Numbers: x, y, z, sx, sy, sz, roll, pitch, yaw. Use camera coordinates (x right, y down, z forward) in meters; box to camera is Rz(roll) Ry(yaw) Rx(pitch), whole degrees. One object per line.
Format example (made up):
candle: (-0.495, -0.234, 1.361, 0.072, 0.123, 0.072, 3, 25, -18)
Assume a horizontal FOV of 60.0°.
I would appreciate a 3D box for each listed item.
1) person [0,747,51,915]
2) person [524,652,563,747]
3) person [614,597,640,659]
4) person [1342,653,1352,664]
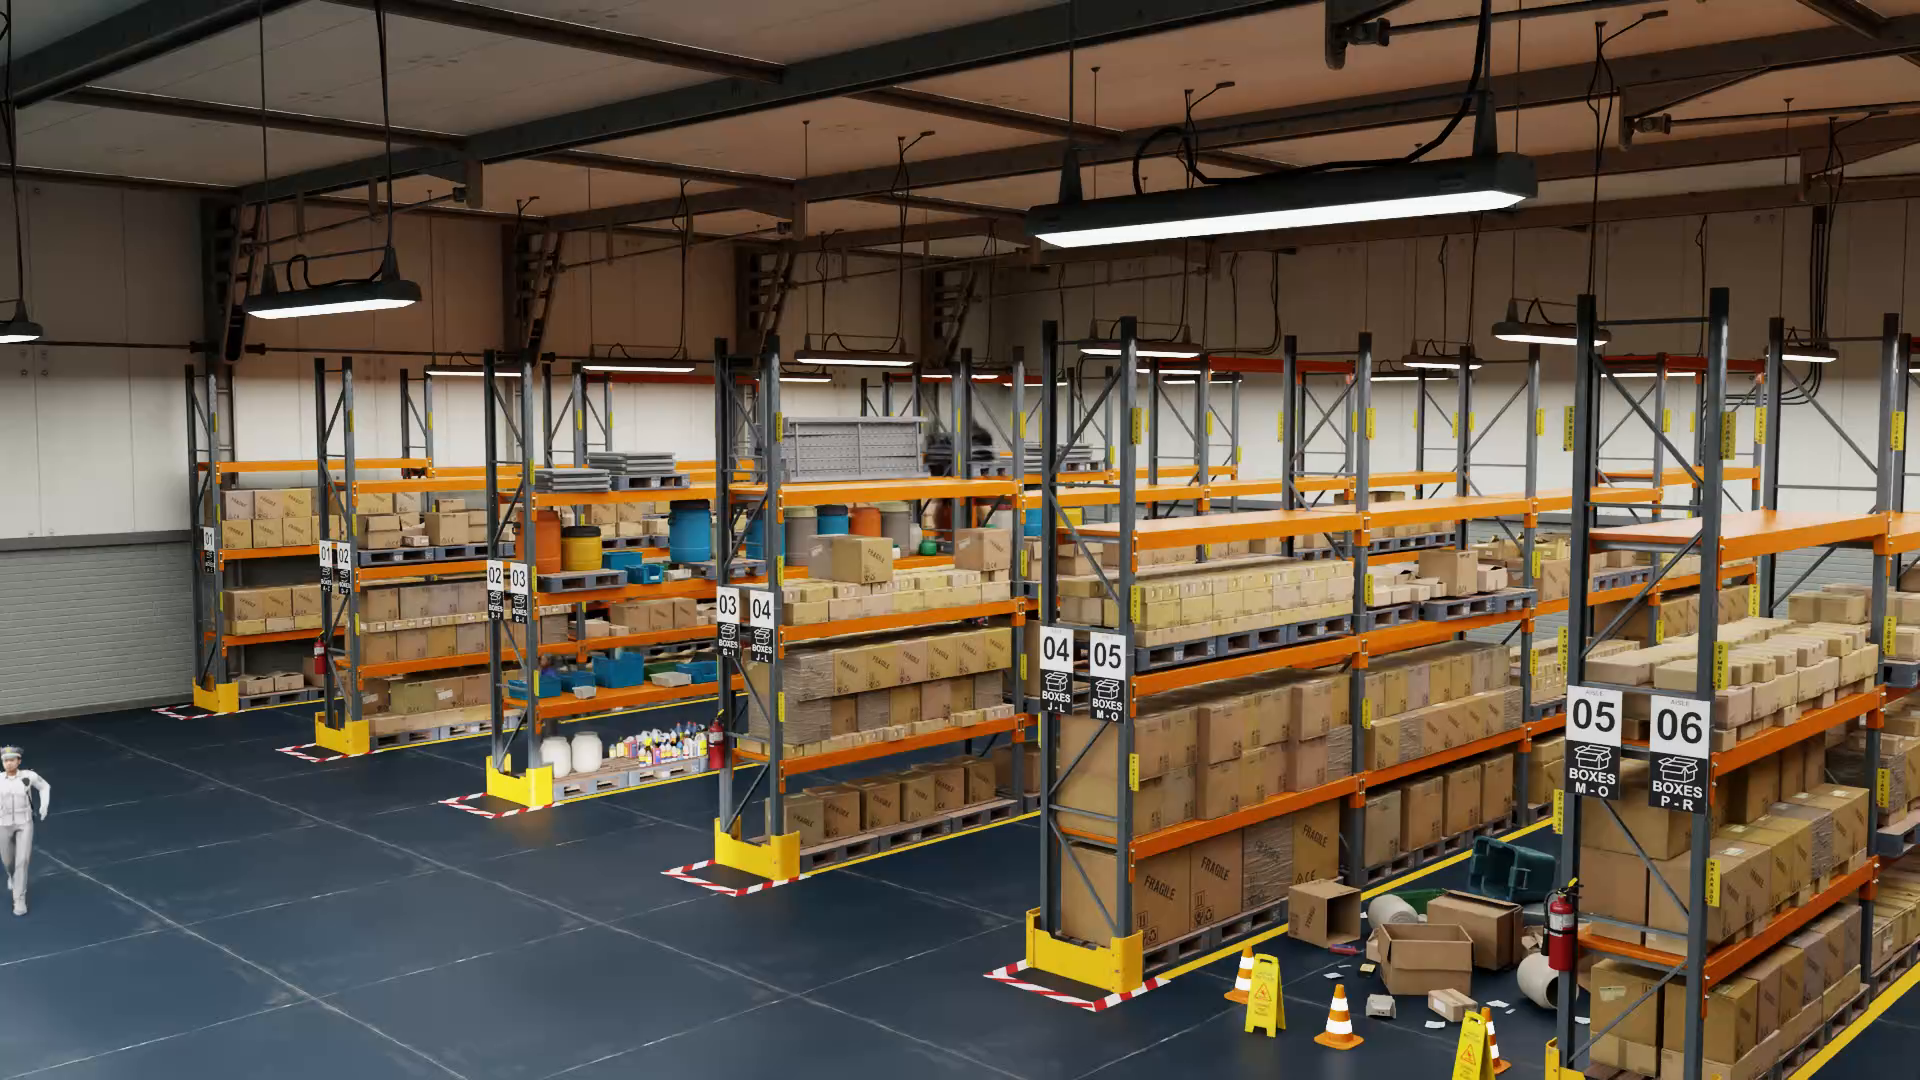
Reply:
person: (-9.873, 2.981, 17.394, 0.625, 1.678, 0.984, -2, 5, -24)
person: (-6.100, 2.474, 24.411, 0.548, 1.657, 0.674, 4, 6, 41)
person: (-6.254, 1.855, 31.353, 0.662, 1.768, 0.968, 4, 6, 39)
person: (5.835, 2.447, 24.579, 0.670, 1.756, 0.829, 3, 5, 36)
